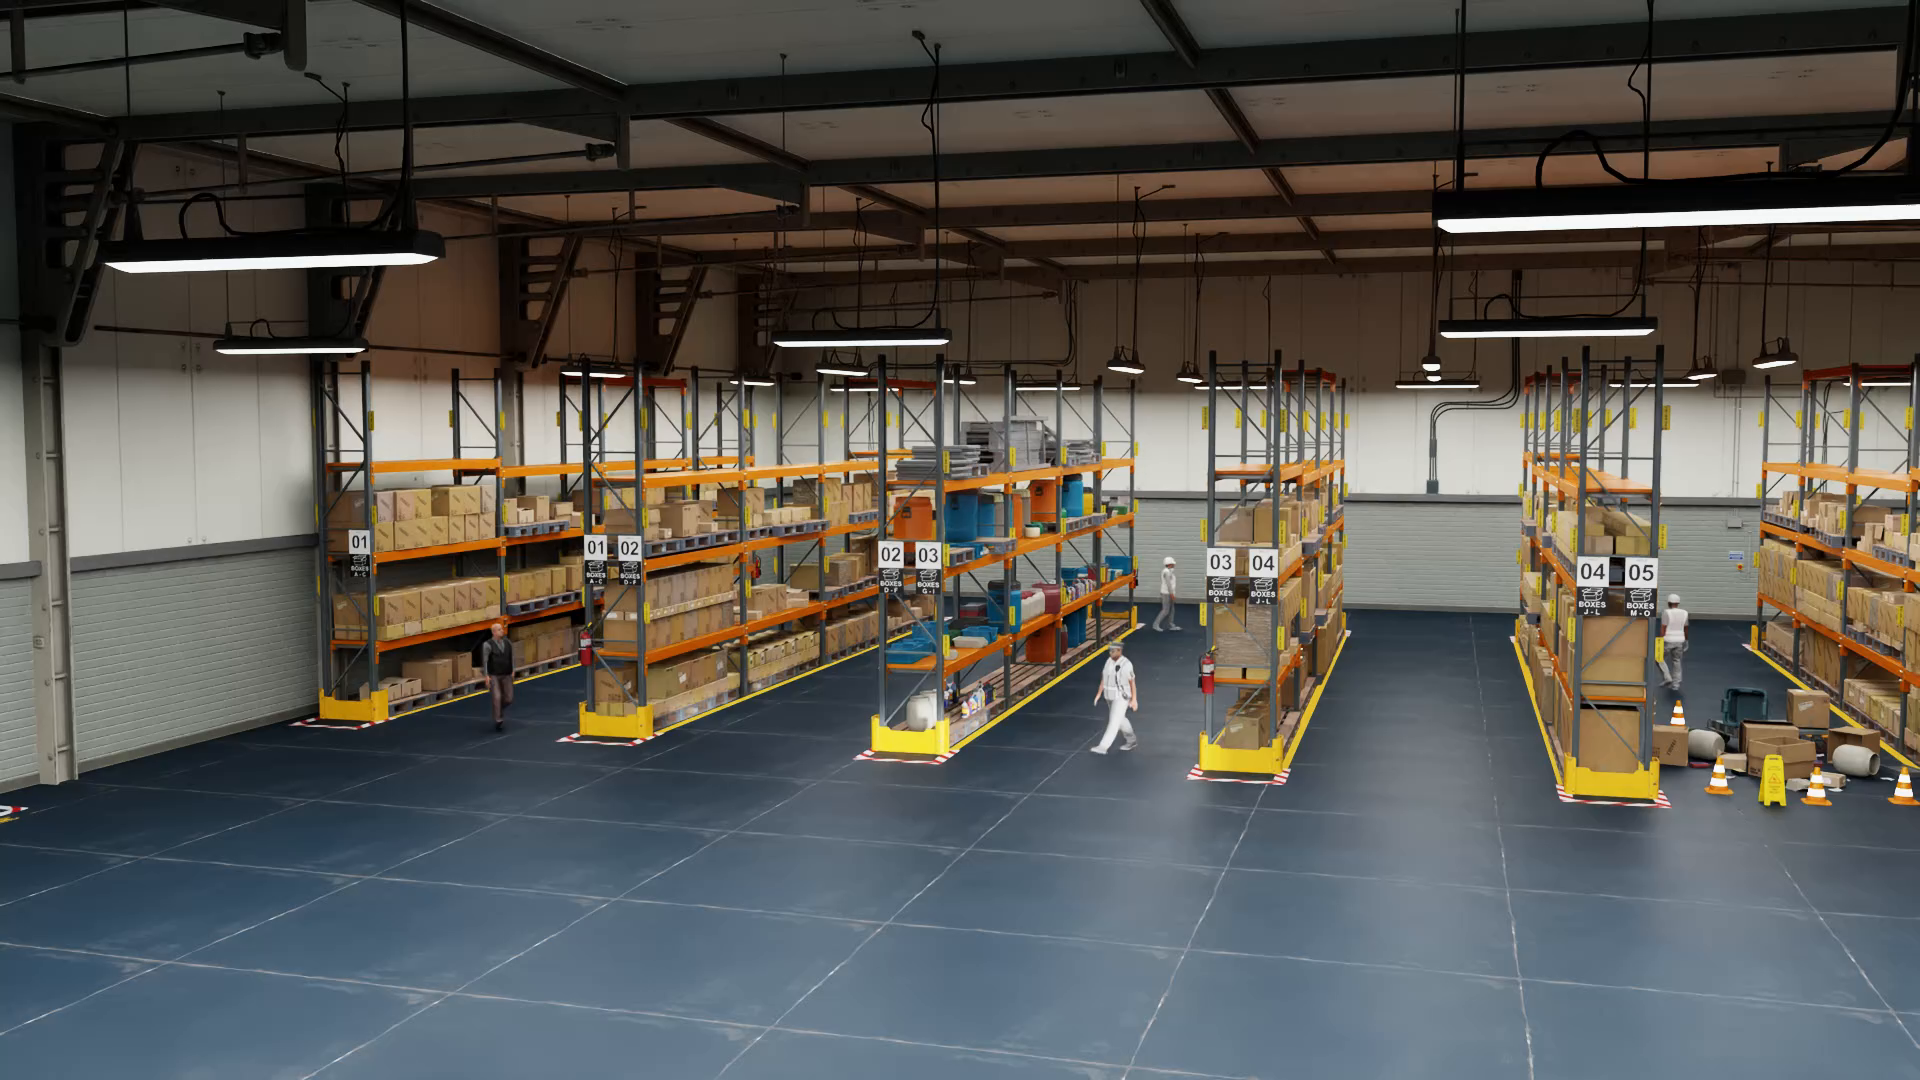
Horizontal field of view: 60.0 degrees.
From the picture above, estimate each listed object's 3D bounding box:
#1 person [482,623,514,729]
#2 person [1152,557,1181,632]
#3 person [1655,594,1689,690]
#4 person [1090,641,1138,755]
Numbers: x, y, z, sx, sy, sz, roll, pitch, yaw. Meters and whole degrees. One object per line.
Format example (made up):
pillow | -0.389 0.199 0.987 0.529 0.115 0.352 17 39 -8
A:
person | -7.529 2.199 27.095 0.536 1.706 0.667 -3 5 -32
person | 4.914 1.287 39.496 0.688 1.769 0.594 0 4 6
person | 13.282 1.899 30.953 0.606 1.786 0.451 -1 4 -9
person | 2.282 2.356 24.943 1.087 1.687 0.565 -3 5 -31
